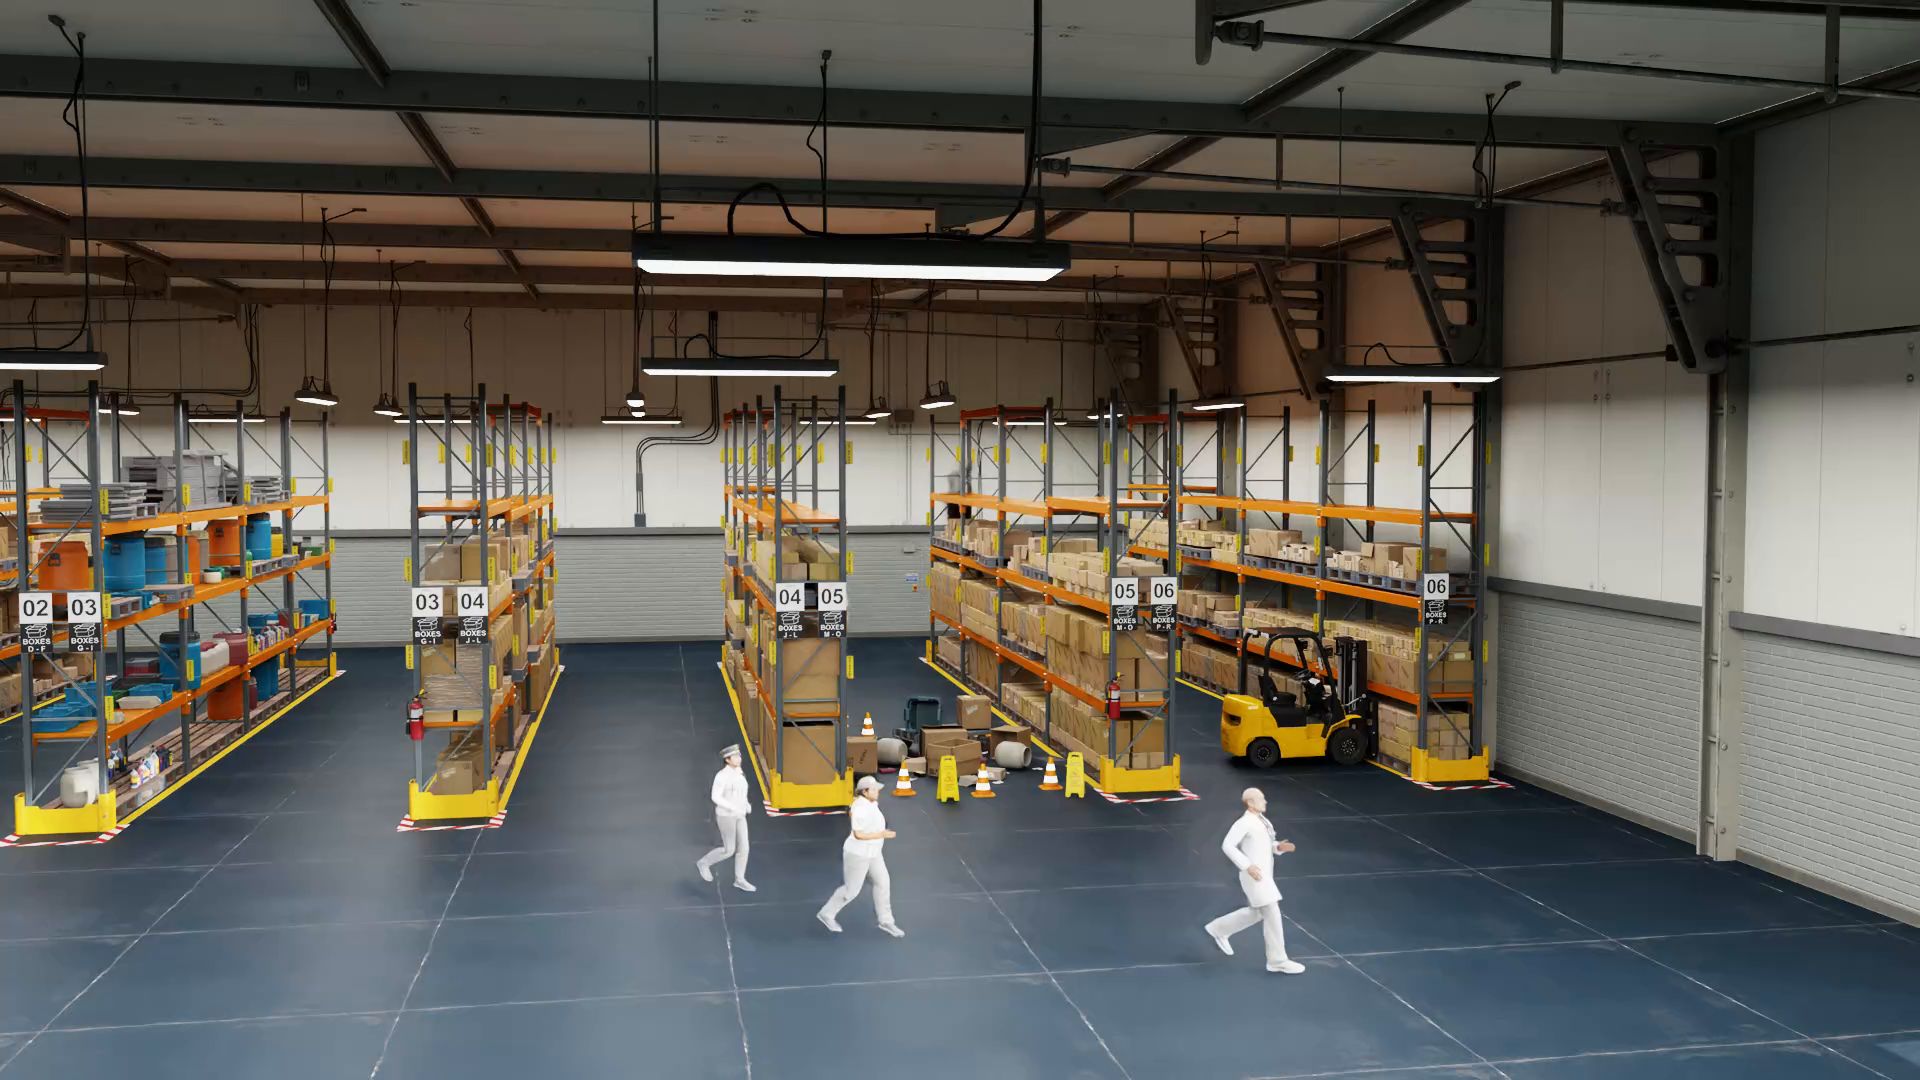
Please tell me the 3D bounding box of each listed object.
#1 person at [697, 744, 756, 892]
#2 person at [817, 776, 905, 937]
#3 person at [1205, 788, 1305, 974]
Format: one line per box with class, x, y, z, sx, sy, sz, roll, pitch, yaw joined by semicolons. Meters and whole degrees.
person;-2.683;3.193;19.252;0.737;1.696;0.644;1;3;25
person;-1.037;3.274;17.297;0.901;1.657;0.568;1;3;17
person;2.870;3.286;16.176;1.006;1.754;0.713;1;3;24
